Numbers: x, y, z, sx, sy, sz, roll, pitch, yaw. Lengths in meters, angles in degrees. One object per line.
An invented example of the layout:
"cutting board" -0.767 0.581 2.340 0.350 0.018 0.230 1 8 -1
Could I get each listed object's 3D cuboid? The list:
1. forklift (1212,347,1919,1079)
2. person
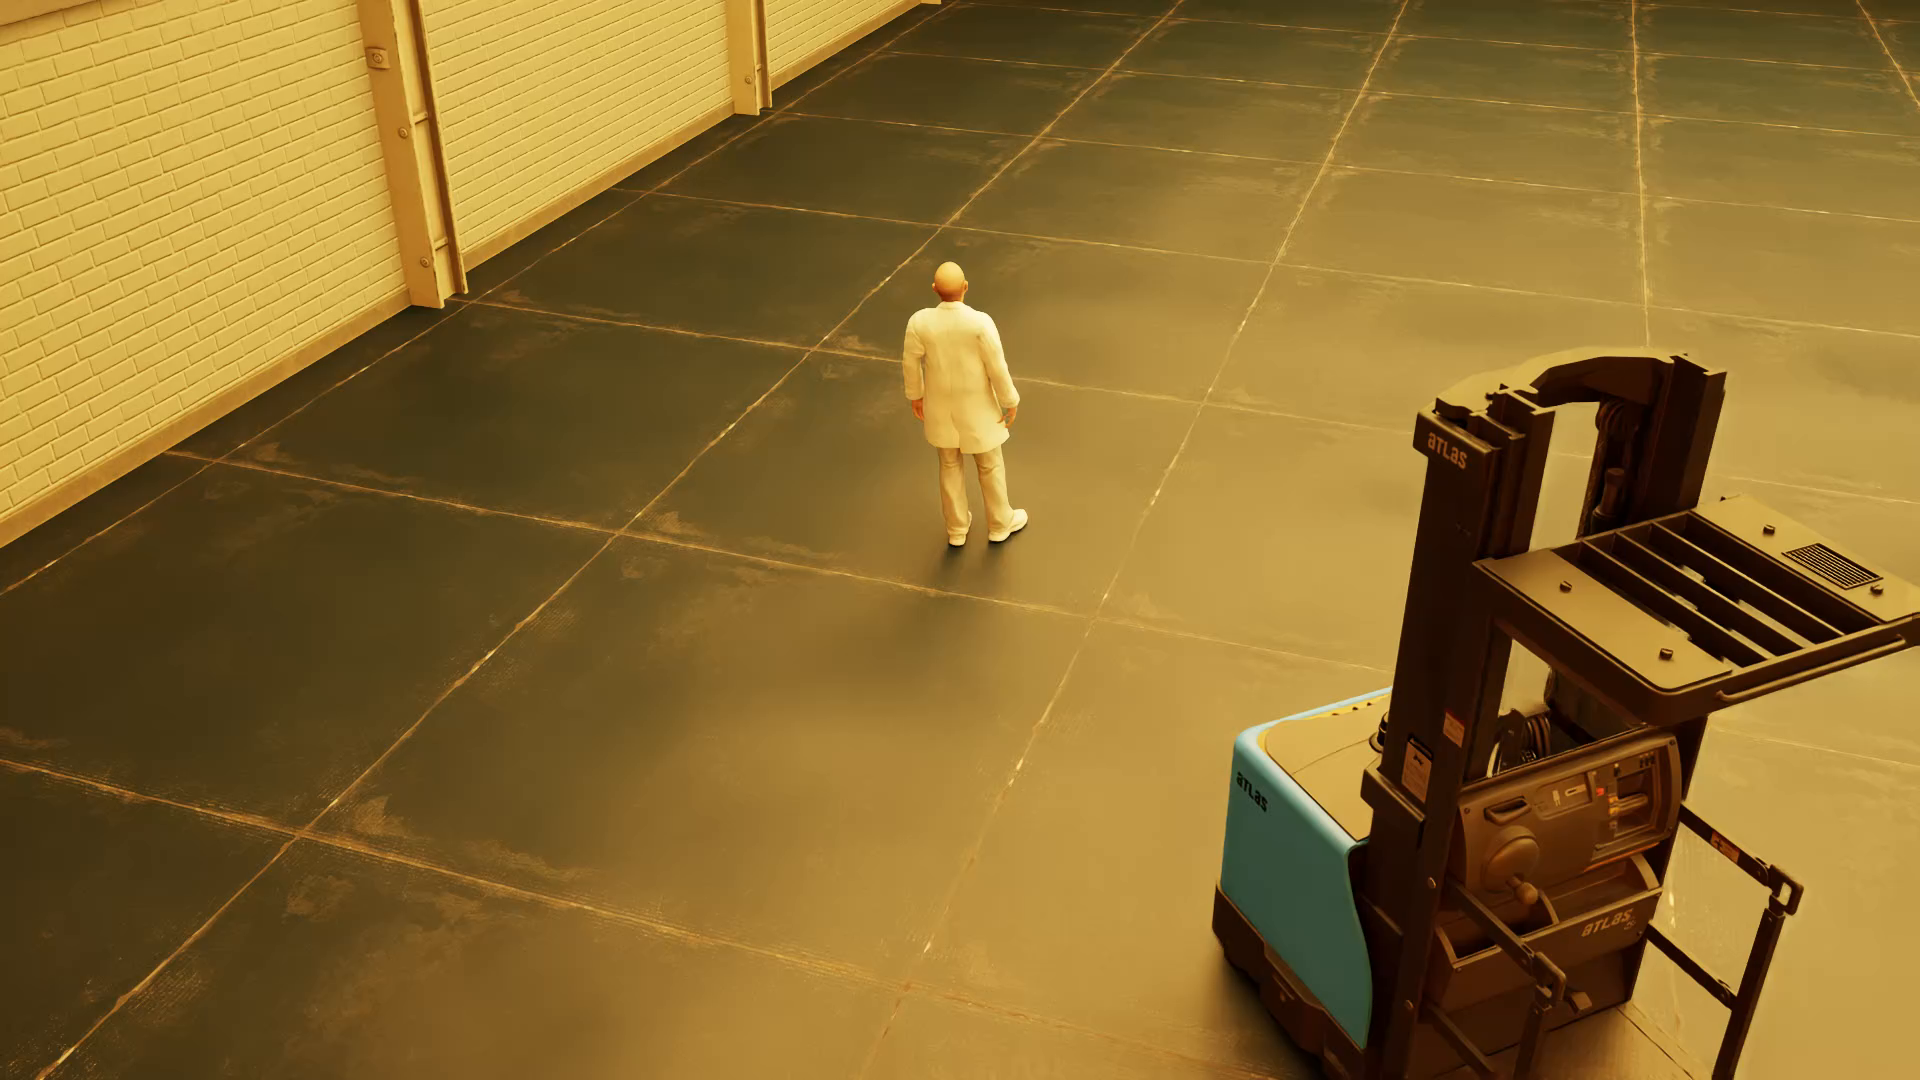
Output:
"forklift" 2.142 0.984 5.411 1.130 2.935 3.031 -13 32 -21
"person" 0.033 -0.821 9.727 0.696 1.778 0.578 10 31 16
